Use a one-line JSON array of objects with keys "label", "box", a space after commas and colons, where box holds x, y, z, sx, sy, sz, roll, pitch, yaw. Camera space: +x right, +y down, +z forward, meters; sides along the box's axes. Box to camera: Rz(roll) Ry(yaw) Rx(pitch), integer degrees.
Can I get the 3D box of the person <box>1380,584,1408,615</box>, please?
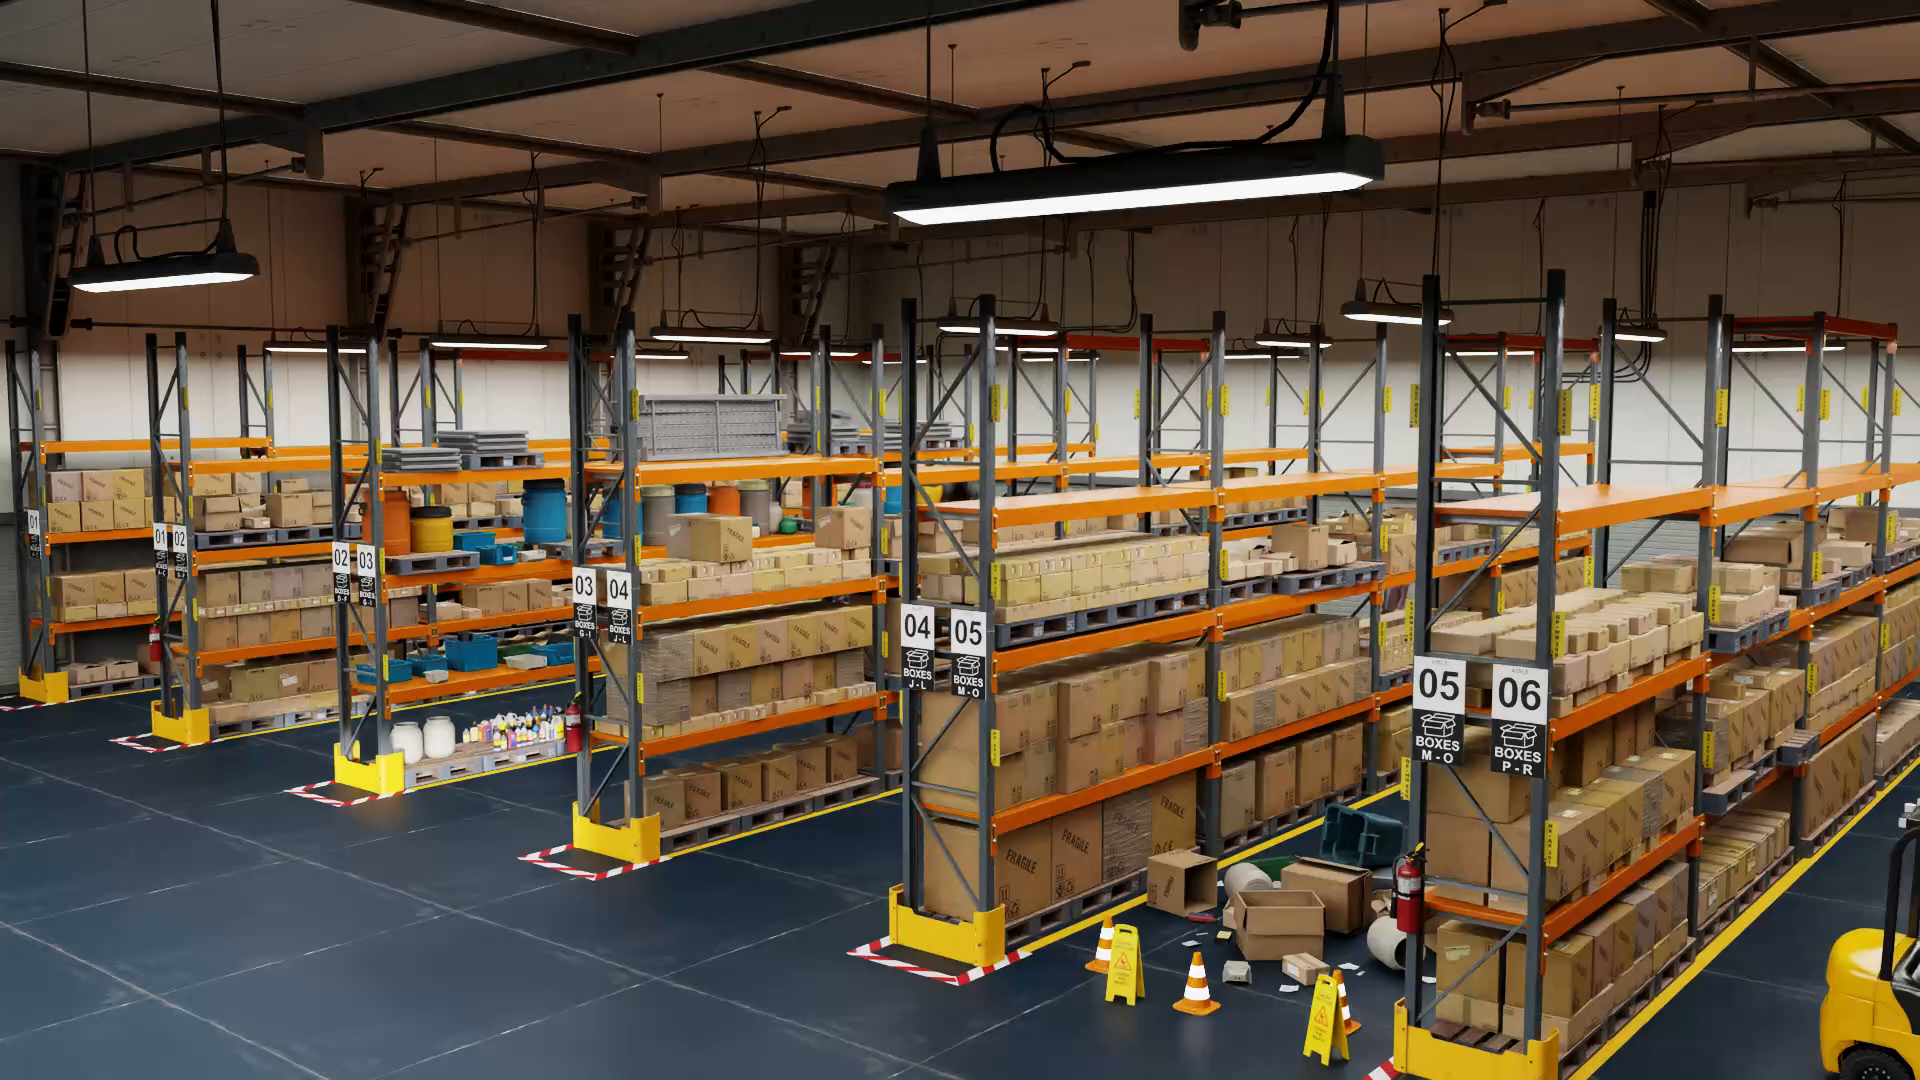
[{"label": "person", "box": [8.397, 1.384, 32.409, 0.549, 1.802, 0.601, -2, 5, -17]}]
